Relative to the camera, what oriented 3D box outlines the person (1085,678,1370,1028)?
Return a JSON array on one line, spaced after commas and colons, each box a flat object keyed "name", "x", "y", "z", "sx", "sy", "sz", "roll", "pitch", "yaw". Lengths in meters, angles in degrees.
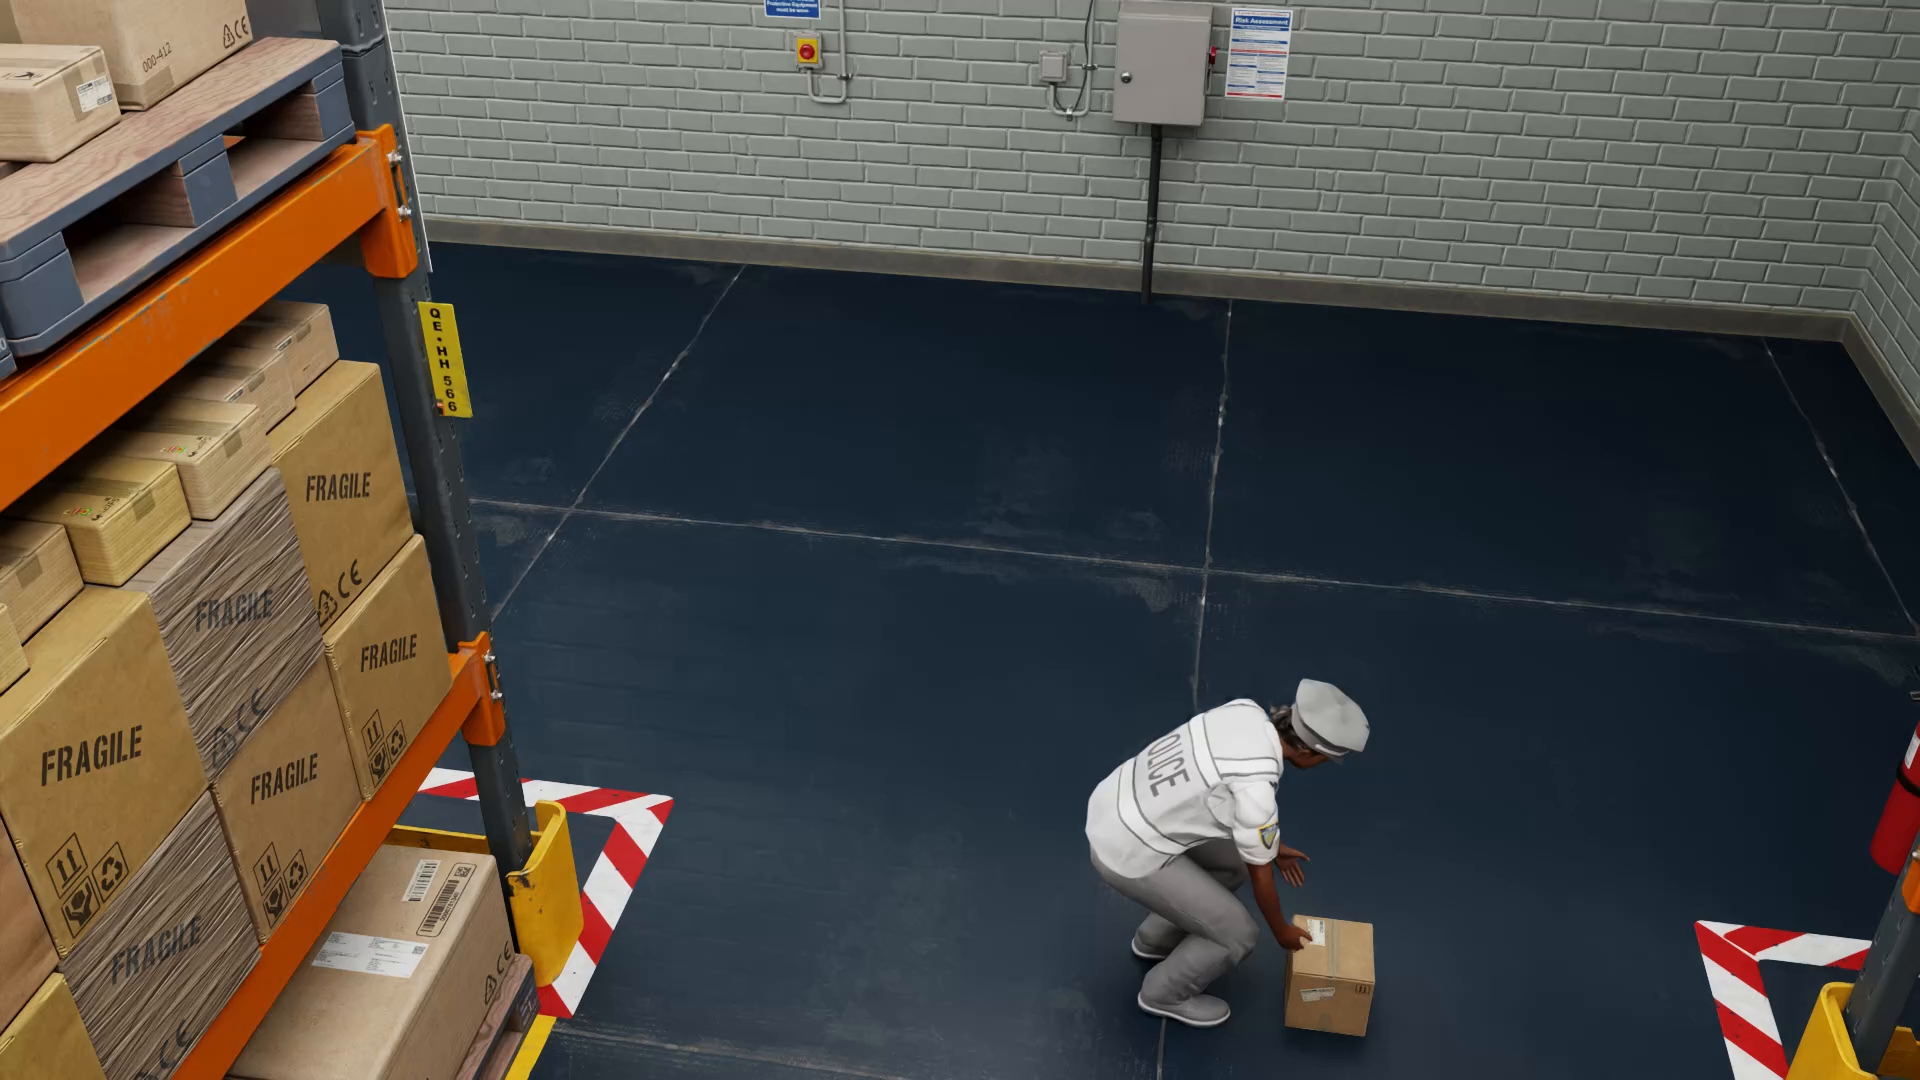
[{"name": "person", "x": 0.791, "y": 0.932, "z": 5.125, "sx": 0.803, "sy": 1.190, "sz": 0.496, "roll": 5, "pitch": 33, "yaw": 8}]
